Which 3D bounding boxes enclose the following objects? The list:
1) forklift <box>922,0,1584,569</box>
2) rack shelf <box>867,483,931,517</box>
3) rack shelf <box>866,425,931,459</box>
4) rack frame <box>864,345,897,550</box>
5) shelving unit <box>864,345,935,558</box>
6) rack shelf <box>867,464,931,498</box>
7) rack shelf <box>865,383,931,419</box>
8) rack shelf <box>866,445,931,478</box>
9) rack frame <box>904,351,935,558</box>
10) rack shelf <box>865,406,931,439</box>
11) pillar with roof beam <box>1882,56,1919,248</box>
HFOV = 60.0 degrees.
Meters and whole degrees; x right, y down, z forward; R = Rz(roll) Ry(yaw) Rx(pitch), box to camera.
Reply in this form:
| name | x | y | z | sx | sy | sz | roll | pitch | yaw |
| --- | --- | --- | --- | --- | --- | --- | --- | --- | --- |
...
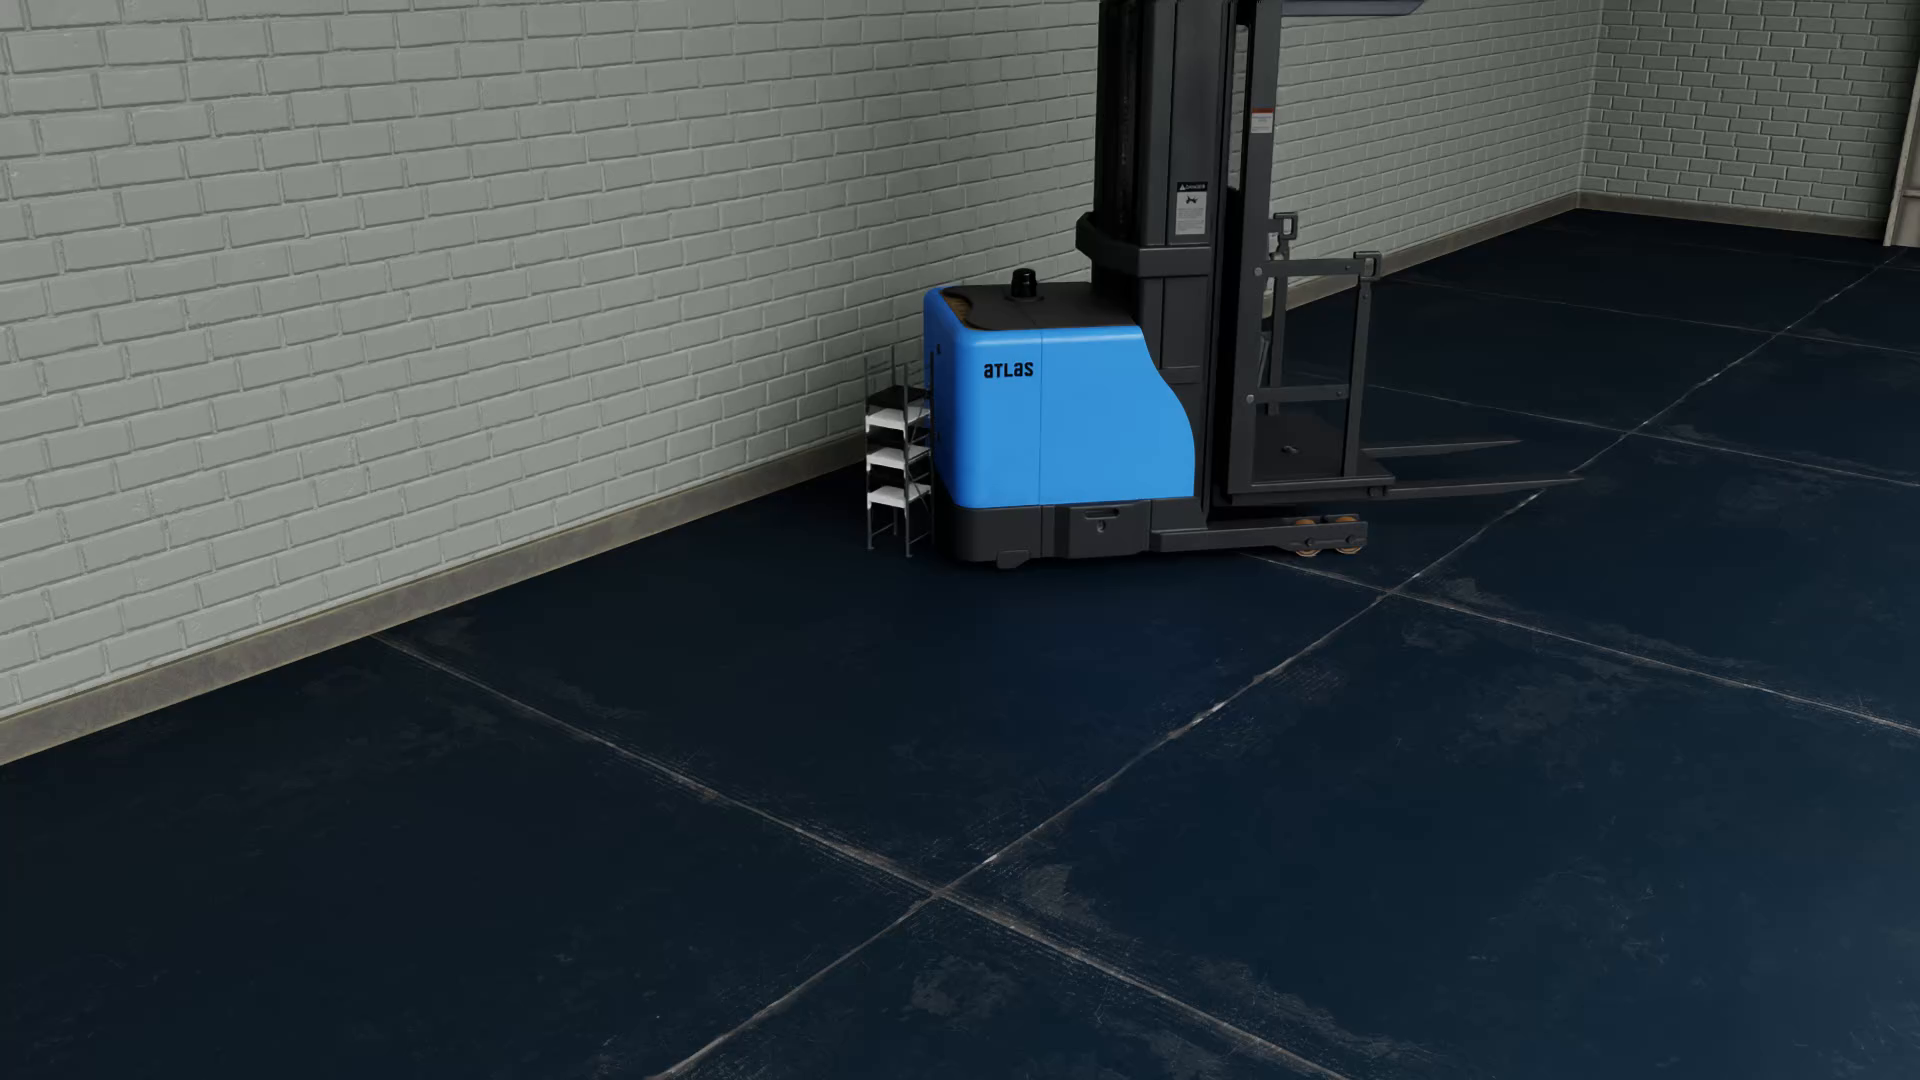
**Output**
| name | x | y | z | sx | sy | sz | roll | pitch | yaw |
| --- | --- | --- | --- | --- | --- | --- | --- | --- | --- |
| forklift | 1.383 | -1.476 | 7.428 | 3.031 | 2.935 | 1.130 | -3 | 21 | -9 |
| rack shelf | -0.267 | -0.194 | 7.512 | 0.200 | 0.077 | 0.258 | 12 | 24 | 28 |
| rack shelf | -0.267 | -0.447 | 7.416 | 0.200 | 0.077 | 0.258 | 12 | 24 | 28 |
| rack frame | -0.354 | -0.412 | 7.484 | 0.006 | 0.900 | 0.240 | 12 | 24 | 28 |
| shelving unit | -0.267 | -0.393 | 7.436 | 0.210 | 0.900 | 0.258 | 12 | 24 | 28 |
| rack shelf | -0.267 | -0.278 | 7.480 | 0.200 | 0.077 | 0.258 | 12 | 24 | 28 |
| rack shelf | -0.267 | -0.615 | 7.353 | 0.200 | 0.077 | 0.258 | 12 | 24 | 28 |
| rack shelf | -0.267 | -0.362 | 7.448 | 0.200 | 0.077 | 0.258 | 12 | 24 | 28 |
| rack frame | -0.179 | -0.375 | 7.388 | 0.006 | 0.900 | 0.240 | 12 | 24 | 28 |
| rack shelf | -0.267 | -0.531 | 7.384 | 0.200 | 0.077 | 0.258 | 12 | 24 | 28 |
| pillar with roof beam | 5.552 | -5.594 | 9.750 | 0.400 | 9.000 | 9.100 | 16 | 26 | 36 |
